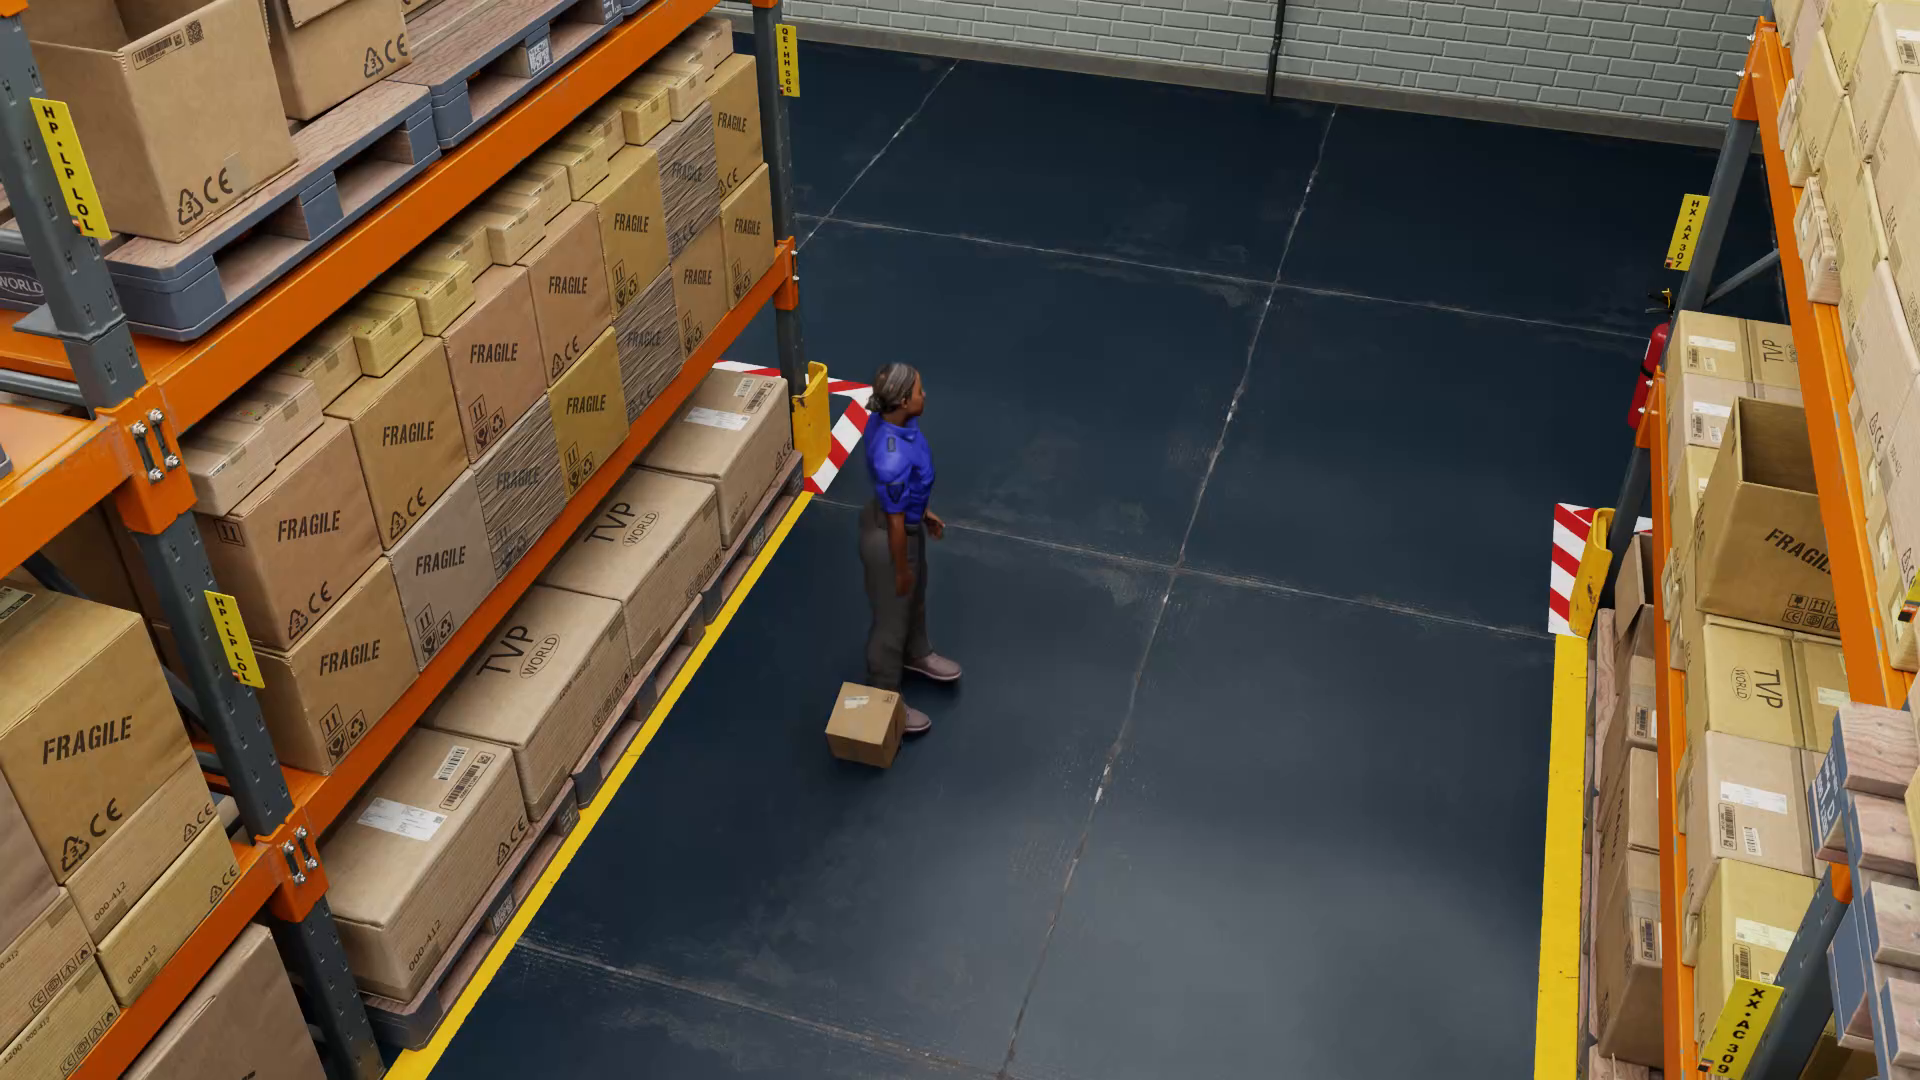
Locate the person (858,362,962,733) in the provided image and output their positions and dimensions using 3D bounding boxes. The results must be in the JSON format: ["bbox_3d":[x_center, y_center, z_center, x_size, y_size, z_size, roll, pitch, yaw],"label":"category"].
[{"bbox_3d":[-0.206,0.020,6.828,0.430,1.667,0.502,-1,37,-1],"label":"person"}]
